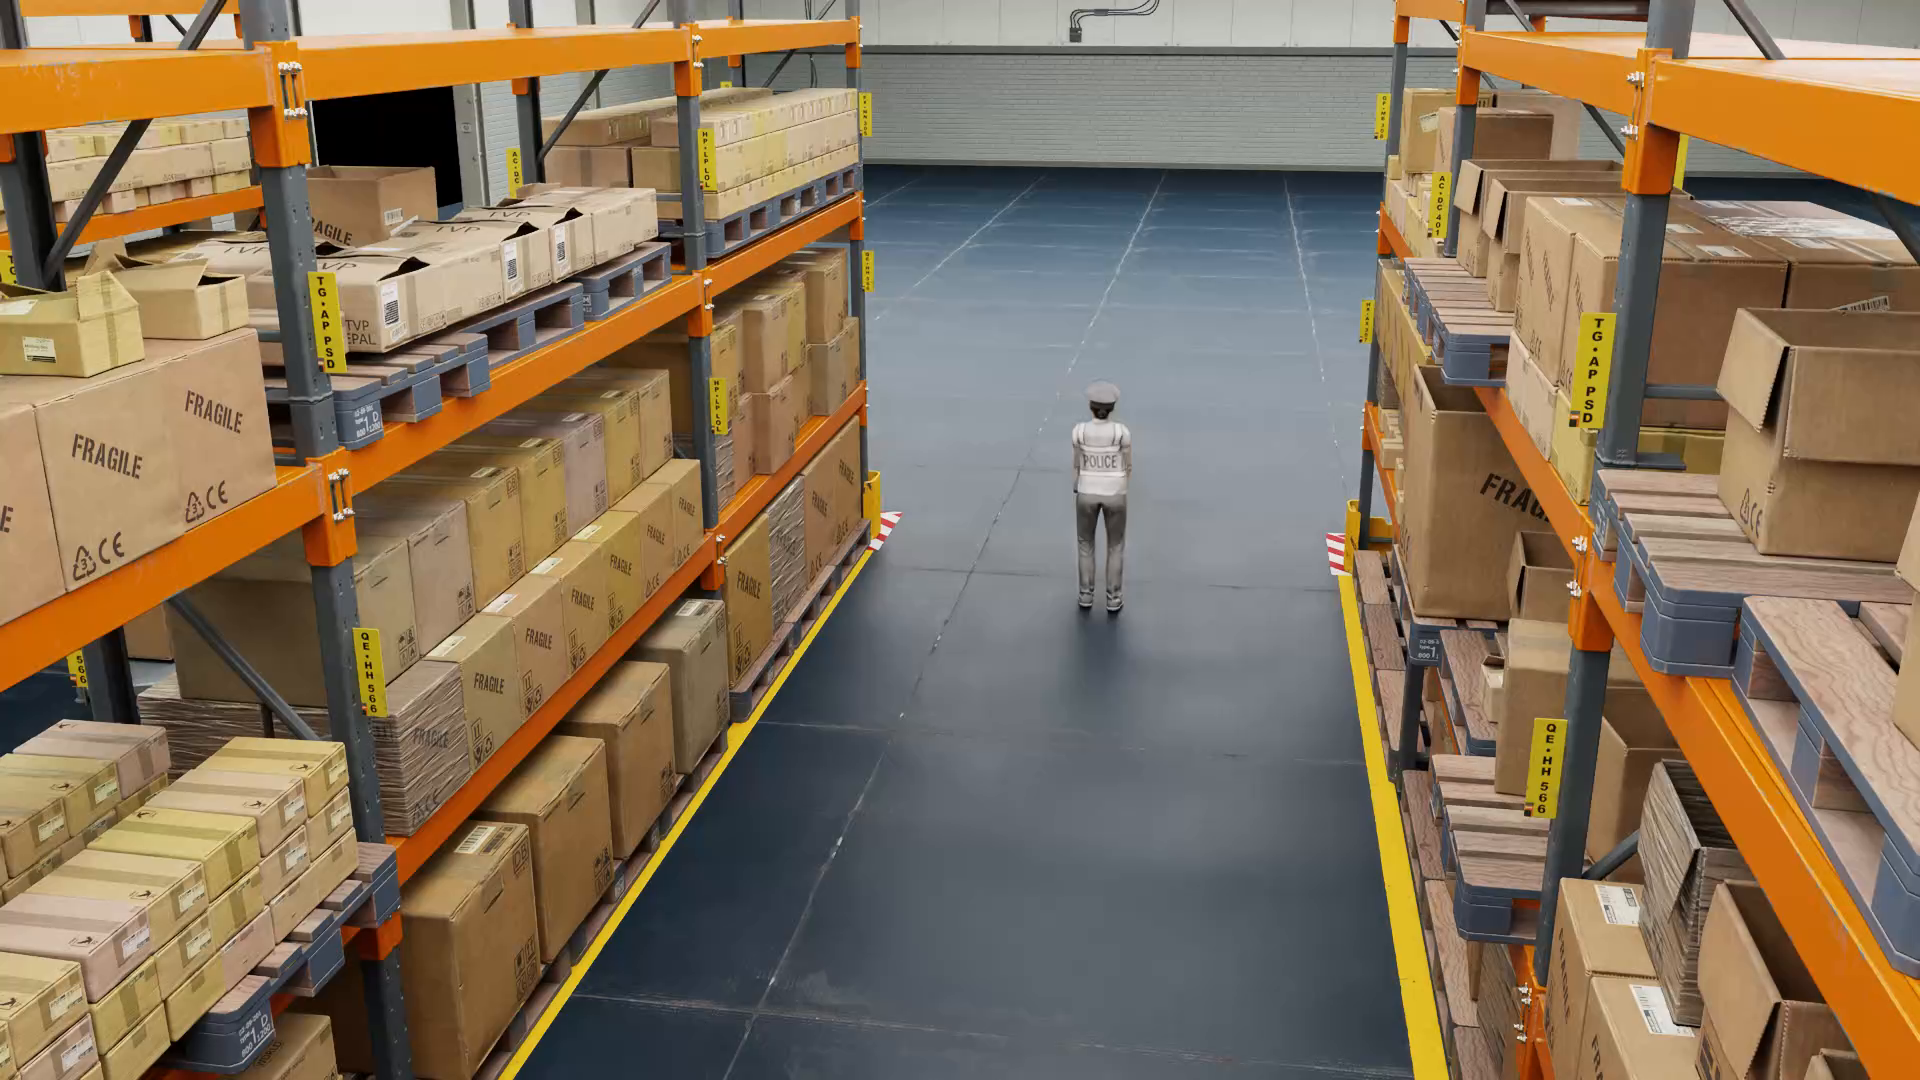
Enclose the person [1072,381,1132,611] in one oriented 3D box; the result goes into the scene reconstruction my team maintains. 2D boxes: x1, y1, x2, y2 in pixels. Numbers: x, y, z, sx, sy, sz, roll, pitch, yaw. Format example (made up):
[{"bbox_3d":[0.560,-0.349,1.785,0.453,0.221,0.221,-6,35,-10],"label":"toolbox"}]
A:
[{"bbox_3d":[1.025,-0.334,12.050,0.433,1.691,0.515,3,18,8],"label":"person"}]
